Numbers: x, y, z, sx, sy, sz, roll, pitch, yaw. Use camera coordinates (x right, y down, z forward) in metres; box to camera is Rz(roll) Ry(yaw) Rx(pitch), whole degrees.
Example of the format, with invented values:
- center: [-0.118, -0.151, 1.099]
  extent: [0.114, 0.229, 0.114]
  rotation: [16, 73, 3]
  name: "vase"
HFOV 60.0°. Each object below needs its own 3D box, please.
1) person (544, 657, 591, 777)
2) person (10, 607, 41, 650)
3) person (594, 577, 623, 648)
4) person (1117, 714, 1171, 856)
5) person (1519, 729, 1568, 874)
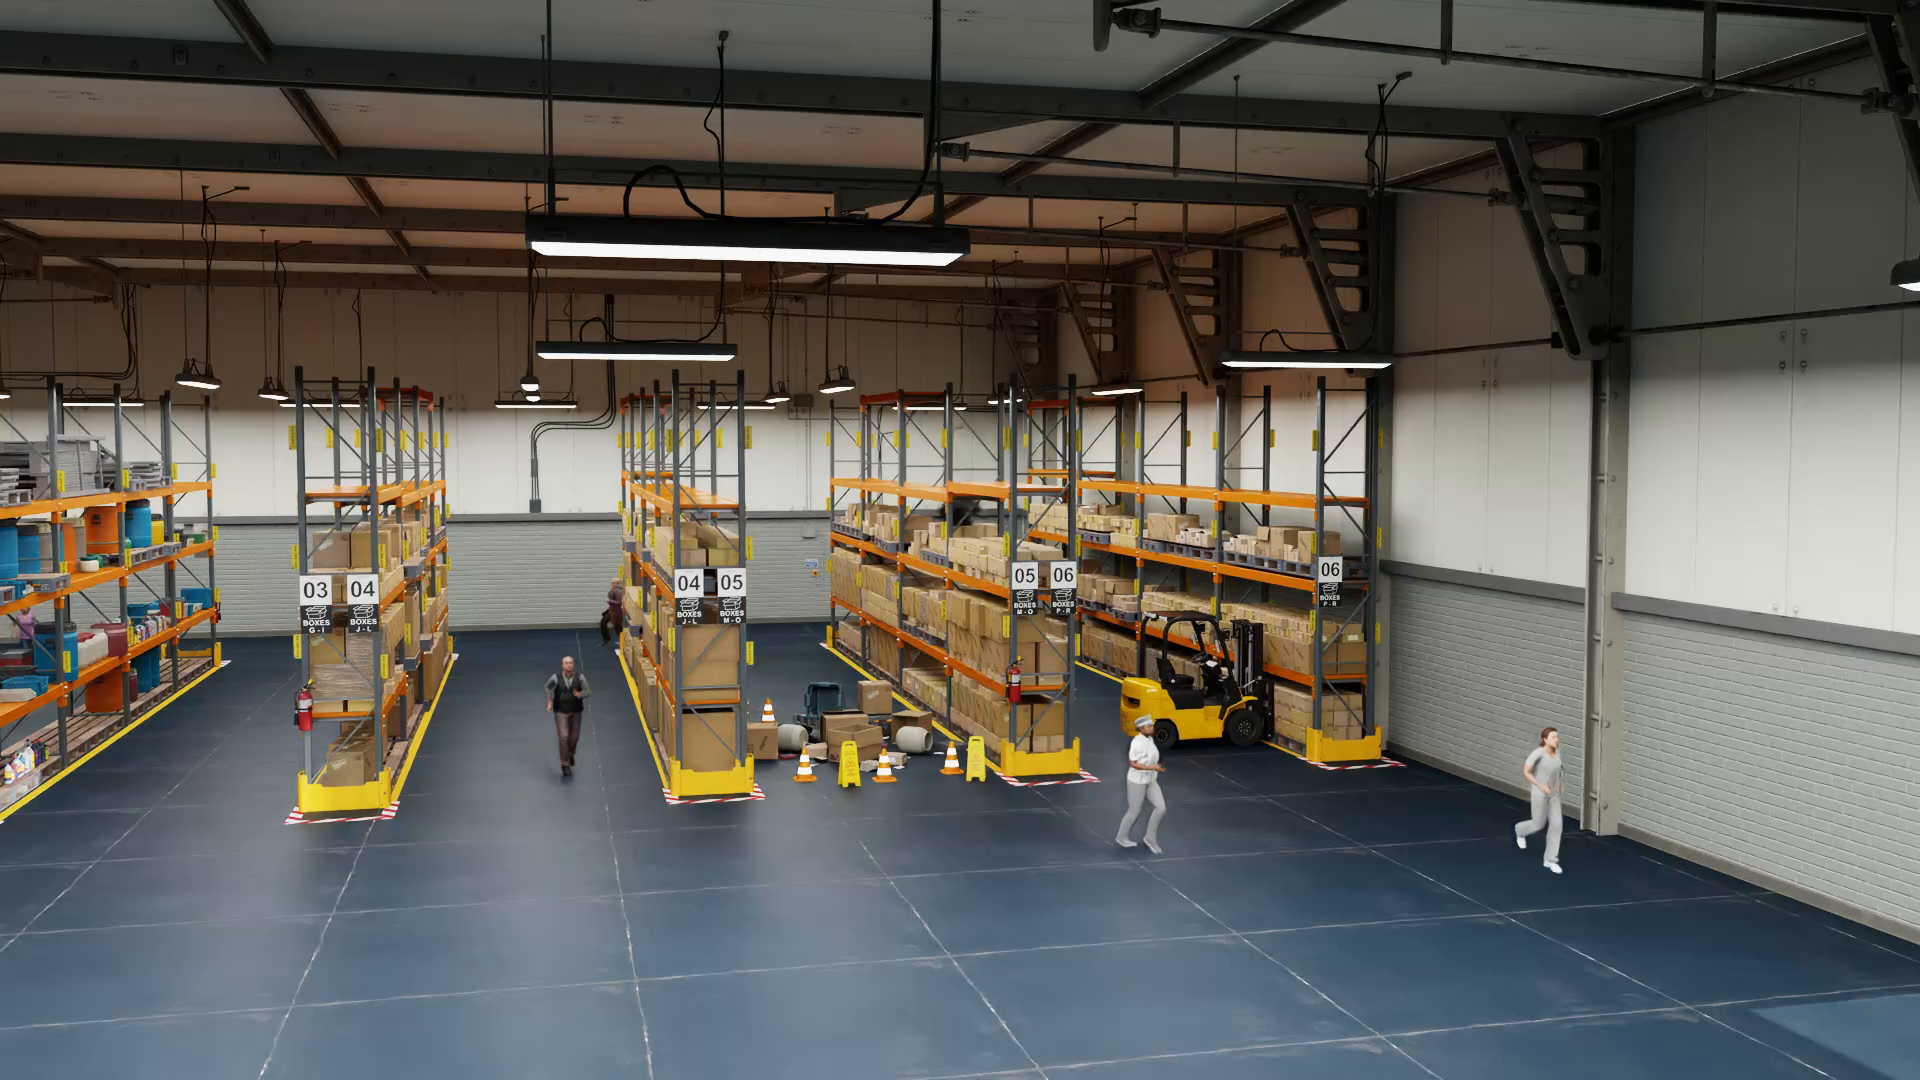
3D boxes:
- center: [-5.914, 2.622, 24.971]
  extent: [0.580, 1.713, 0.948]
  rotation: [-1, 4, -22]
  name: "person"
- center: [-19.923, 2.116, 35.493]
  extent: [0.616, 1.539, 0.613]
  rotation: [-2, 4, -26]
  name: "person"
- center: [-8.303, 1.758, 40.034]
  extent: [0.839, 1.740, 0.777]
  rotation: [-2, 4, -33]
  name: "person"
- center: [2.245, 2.965, 20.154]
  extent: [0.762, 1.756, 0.562]
  rotation: [3, 4, 41]
  name: "person"
- center: [6.902, 3.024, 19.577]
  extent: [0.589, 1.653, 0.814]
  rotation: [-1, 4, -19]
  name: "person"
